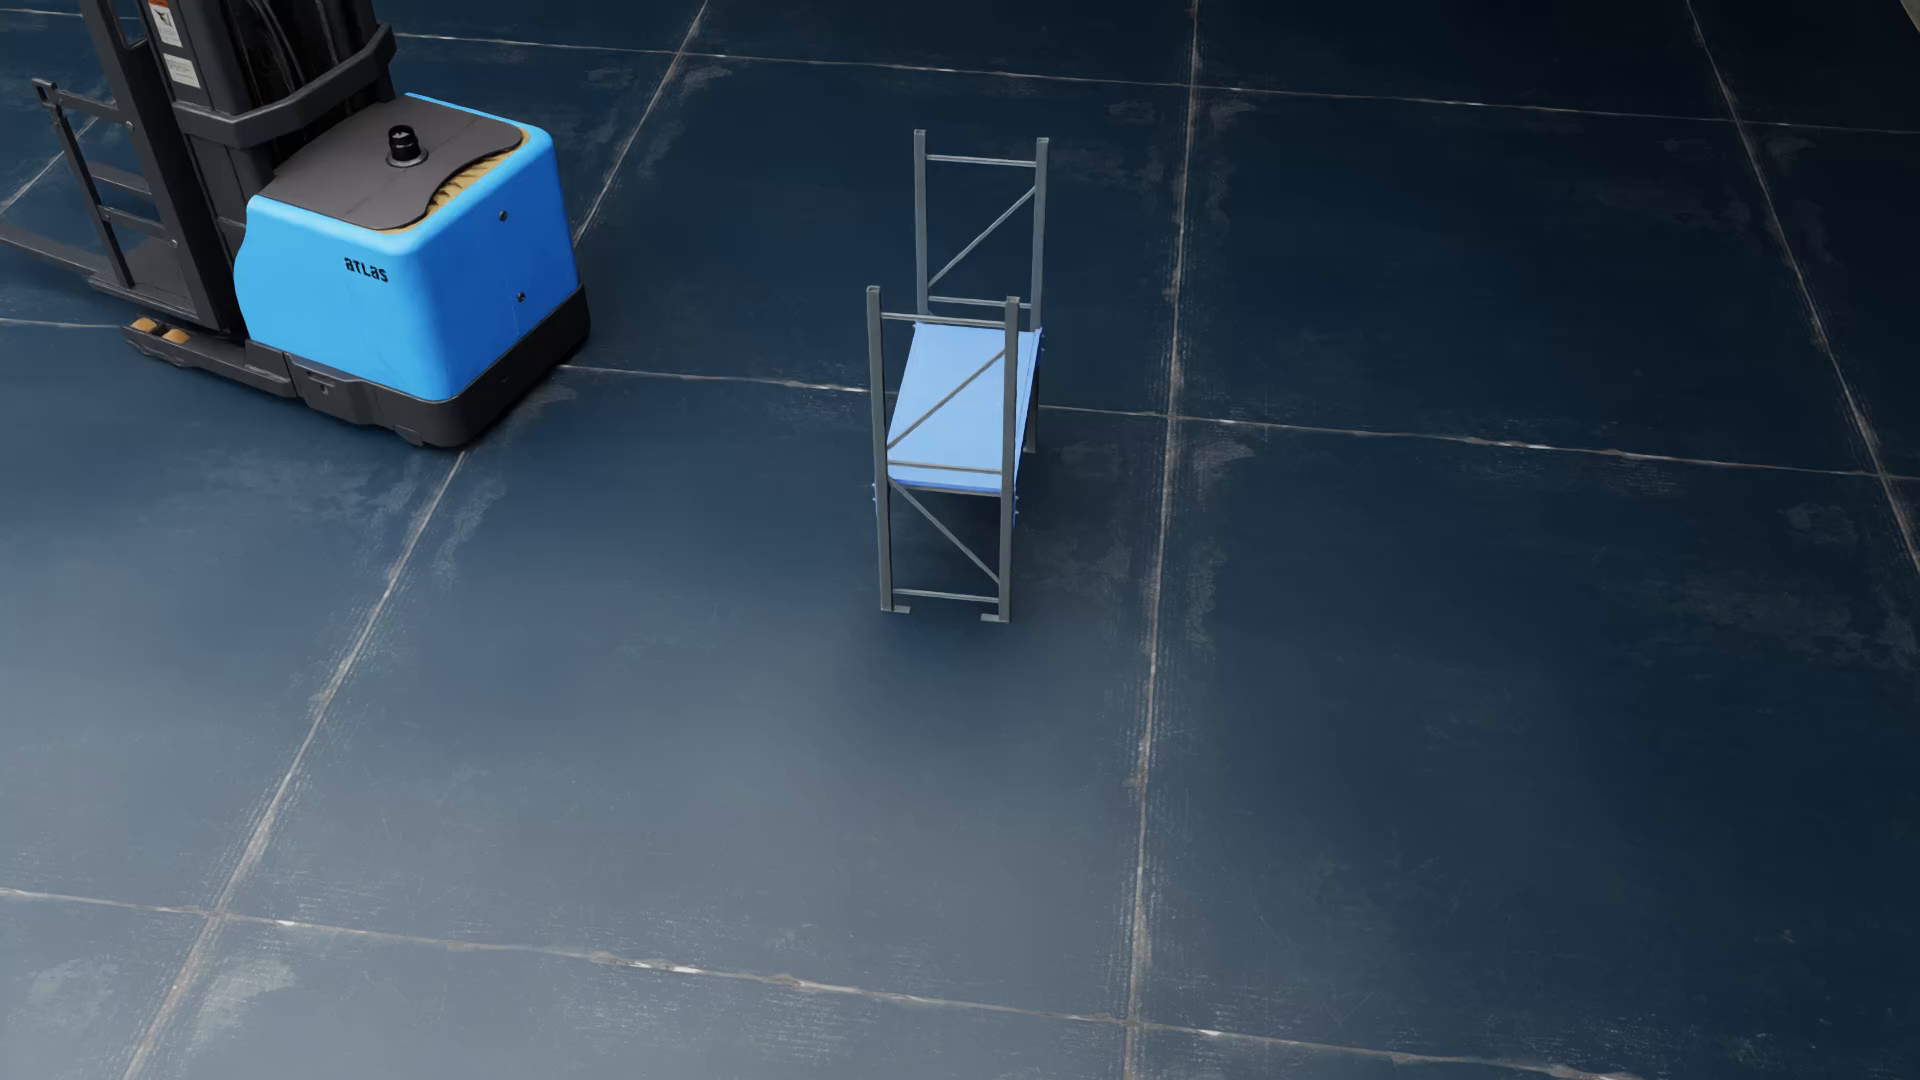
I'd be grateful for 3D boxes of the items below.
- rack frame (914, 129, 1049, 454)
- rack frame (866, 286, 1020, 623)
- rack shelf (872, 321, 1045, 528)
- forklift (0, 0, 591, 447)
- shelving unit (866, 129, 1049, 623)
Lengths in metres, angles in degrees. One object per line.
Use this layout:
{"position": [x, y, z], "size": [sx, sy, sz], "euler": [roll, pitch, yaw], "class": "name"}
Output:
{"position": [0.078, -0.949, 6.662], "size": [0.500, 1.500, 0.032], "euler": [5, 44, 6], "class": "rack frame"}
{"position": [-0.056, -0.256, 5.930], "size": [0.500, 1.500, 0.032], "euler": [5, 44, 6], "class": "rack frame"}
{"position": [0.011, -0.472, 6.419], "size": [0.538, 0.185, 1.000], "euler": [5, 44, 6], "class": "rack shelf"}
{"position": [-3.260, -2.163, 6.903], "size": [3.031, 2.935, 1.130], "euler": [19, 47, 19], "class": "forklift"}
{"position": [0.011, -0.603, 6.296], "size": [0.538, 1.500, 1.048], "euler": [5, 44, 6], "class": "shelving unit"}
